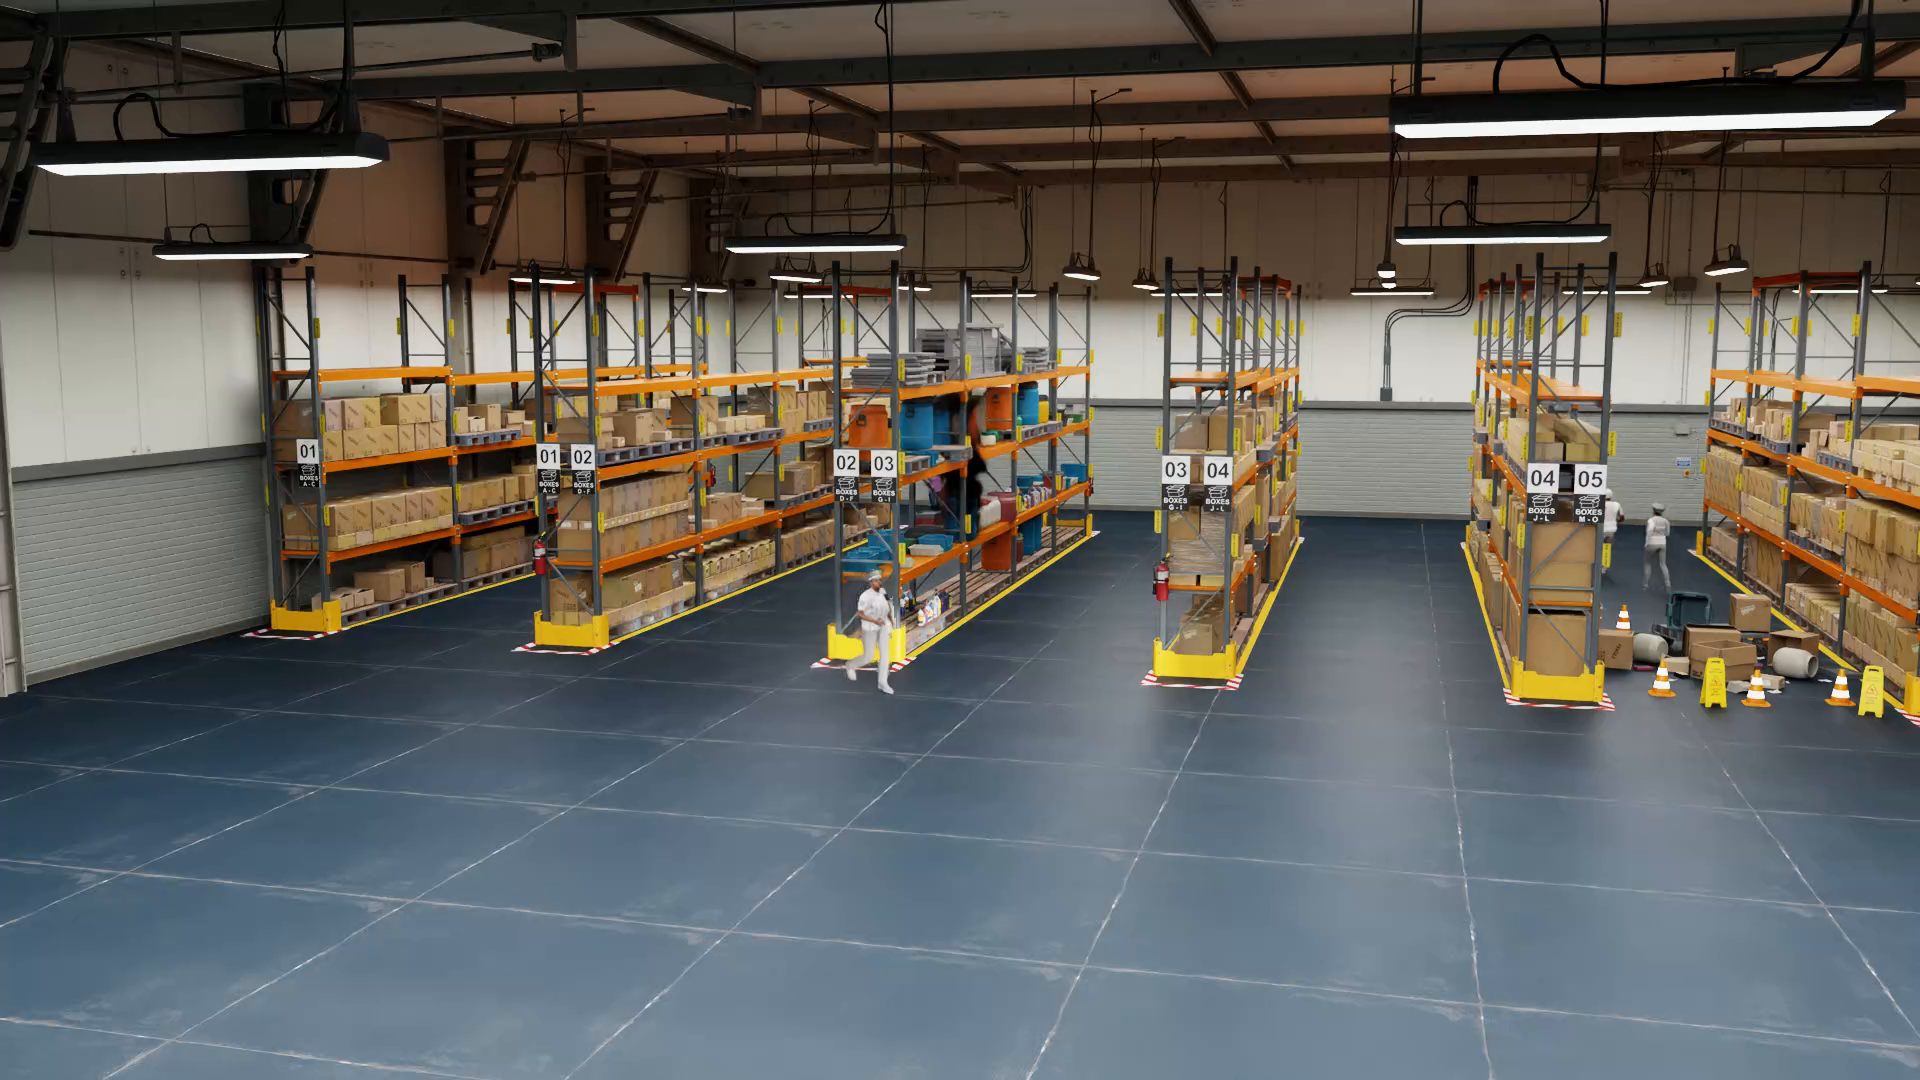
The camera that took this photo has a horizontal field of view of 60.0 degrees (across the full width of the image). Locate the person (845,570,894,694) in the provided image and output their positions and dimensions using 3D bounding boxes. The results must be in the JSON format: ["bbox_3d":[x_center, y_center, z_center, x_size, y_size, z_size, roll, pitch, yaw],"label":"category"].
[{"bbox_3d":[-1.214,1.247,23.173,0.588,1.705,0.859,-6,10,-41],"label":"person"}]

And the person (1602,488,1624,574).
[{"bbox_3d":[13.270,-0.190,34.169,0.667,1.746,0.633,1,7,7],"label":"person"}]

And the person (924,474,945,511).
[{"bbox_3d":[-0.651,-1.234,43.082,0.548,1.557,0.546,0,7,-2],"label":"person"}]

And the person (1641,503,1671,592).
[{"bbox_3d":[13.185,0.161,31.447,0.589,1.720,0.883,0,7,-4],"label":"person"}]
